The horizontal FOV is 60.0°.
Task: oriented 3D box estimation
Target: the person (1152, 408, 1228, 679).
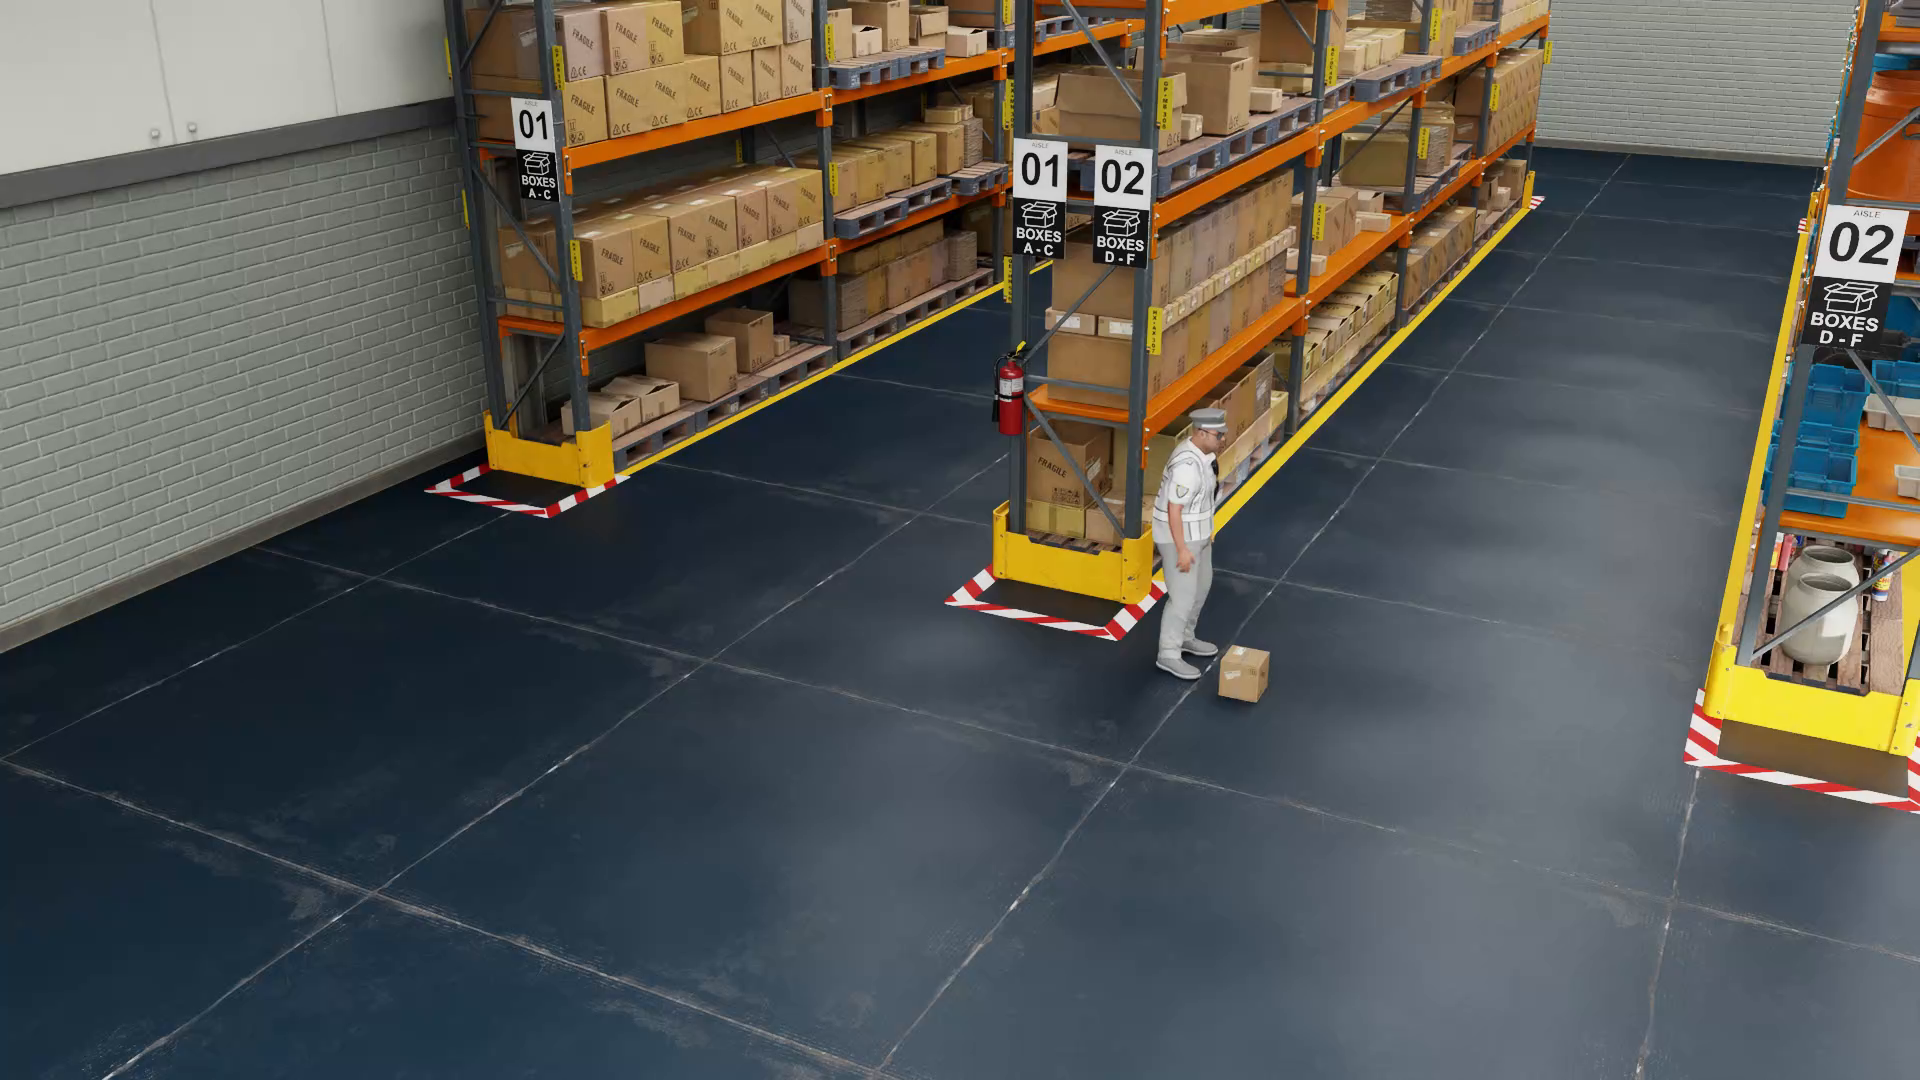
[{"bbox_3d":[1.477,-0.021,10.790,0.432,1.748,0.598,10,25,23],"label":"person"}]
